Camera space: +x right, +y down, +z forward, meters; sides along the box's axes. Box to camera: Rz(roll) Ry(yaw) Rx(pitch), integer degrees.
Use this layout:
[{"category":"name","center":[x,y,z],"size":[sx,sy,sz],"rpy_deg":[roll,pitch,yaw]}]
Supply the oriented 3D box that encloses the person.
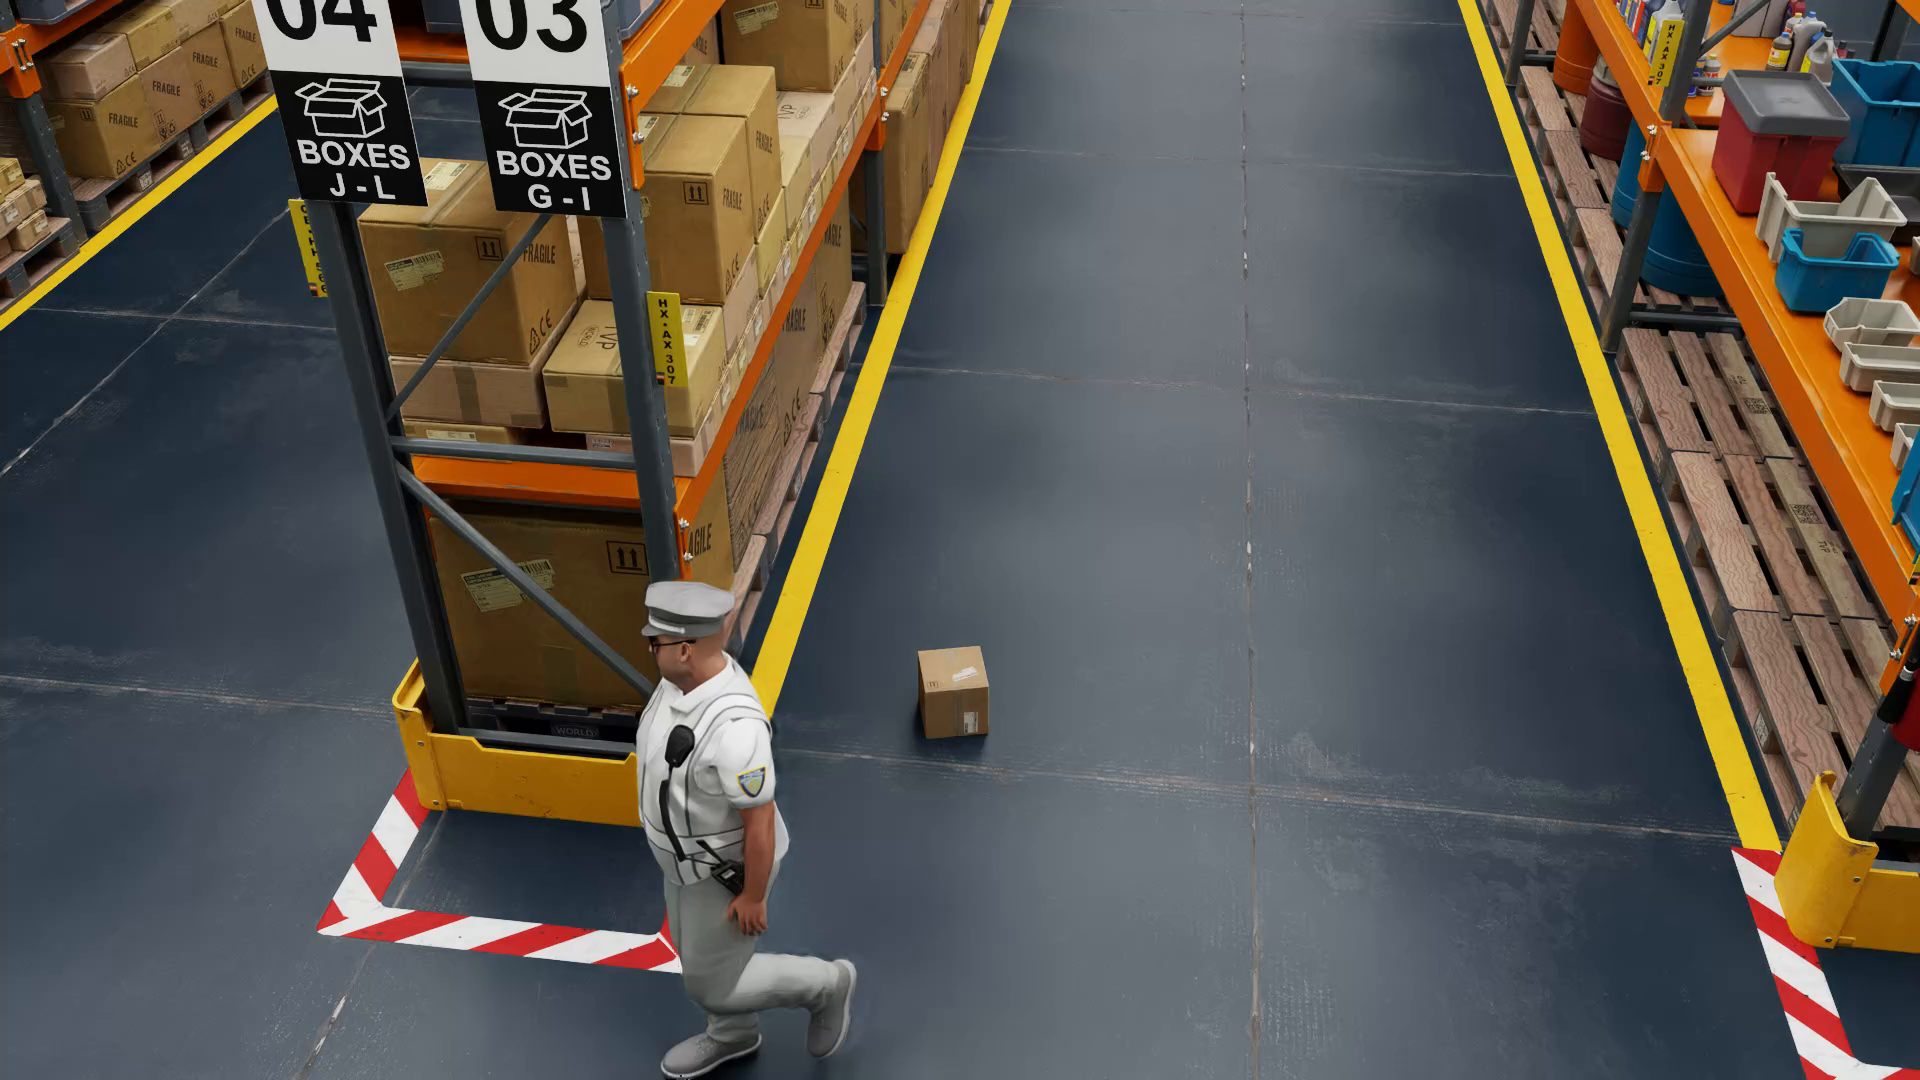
[{"category":"person","center":[-0.684,0.884,4.895],"size":[0.625,1.723,0.568],"rpy_deg":[-17,39,-22]}]
